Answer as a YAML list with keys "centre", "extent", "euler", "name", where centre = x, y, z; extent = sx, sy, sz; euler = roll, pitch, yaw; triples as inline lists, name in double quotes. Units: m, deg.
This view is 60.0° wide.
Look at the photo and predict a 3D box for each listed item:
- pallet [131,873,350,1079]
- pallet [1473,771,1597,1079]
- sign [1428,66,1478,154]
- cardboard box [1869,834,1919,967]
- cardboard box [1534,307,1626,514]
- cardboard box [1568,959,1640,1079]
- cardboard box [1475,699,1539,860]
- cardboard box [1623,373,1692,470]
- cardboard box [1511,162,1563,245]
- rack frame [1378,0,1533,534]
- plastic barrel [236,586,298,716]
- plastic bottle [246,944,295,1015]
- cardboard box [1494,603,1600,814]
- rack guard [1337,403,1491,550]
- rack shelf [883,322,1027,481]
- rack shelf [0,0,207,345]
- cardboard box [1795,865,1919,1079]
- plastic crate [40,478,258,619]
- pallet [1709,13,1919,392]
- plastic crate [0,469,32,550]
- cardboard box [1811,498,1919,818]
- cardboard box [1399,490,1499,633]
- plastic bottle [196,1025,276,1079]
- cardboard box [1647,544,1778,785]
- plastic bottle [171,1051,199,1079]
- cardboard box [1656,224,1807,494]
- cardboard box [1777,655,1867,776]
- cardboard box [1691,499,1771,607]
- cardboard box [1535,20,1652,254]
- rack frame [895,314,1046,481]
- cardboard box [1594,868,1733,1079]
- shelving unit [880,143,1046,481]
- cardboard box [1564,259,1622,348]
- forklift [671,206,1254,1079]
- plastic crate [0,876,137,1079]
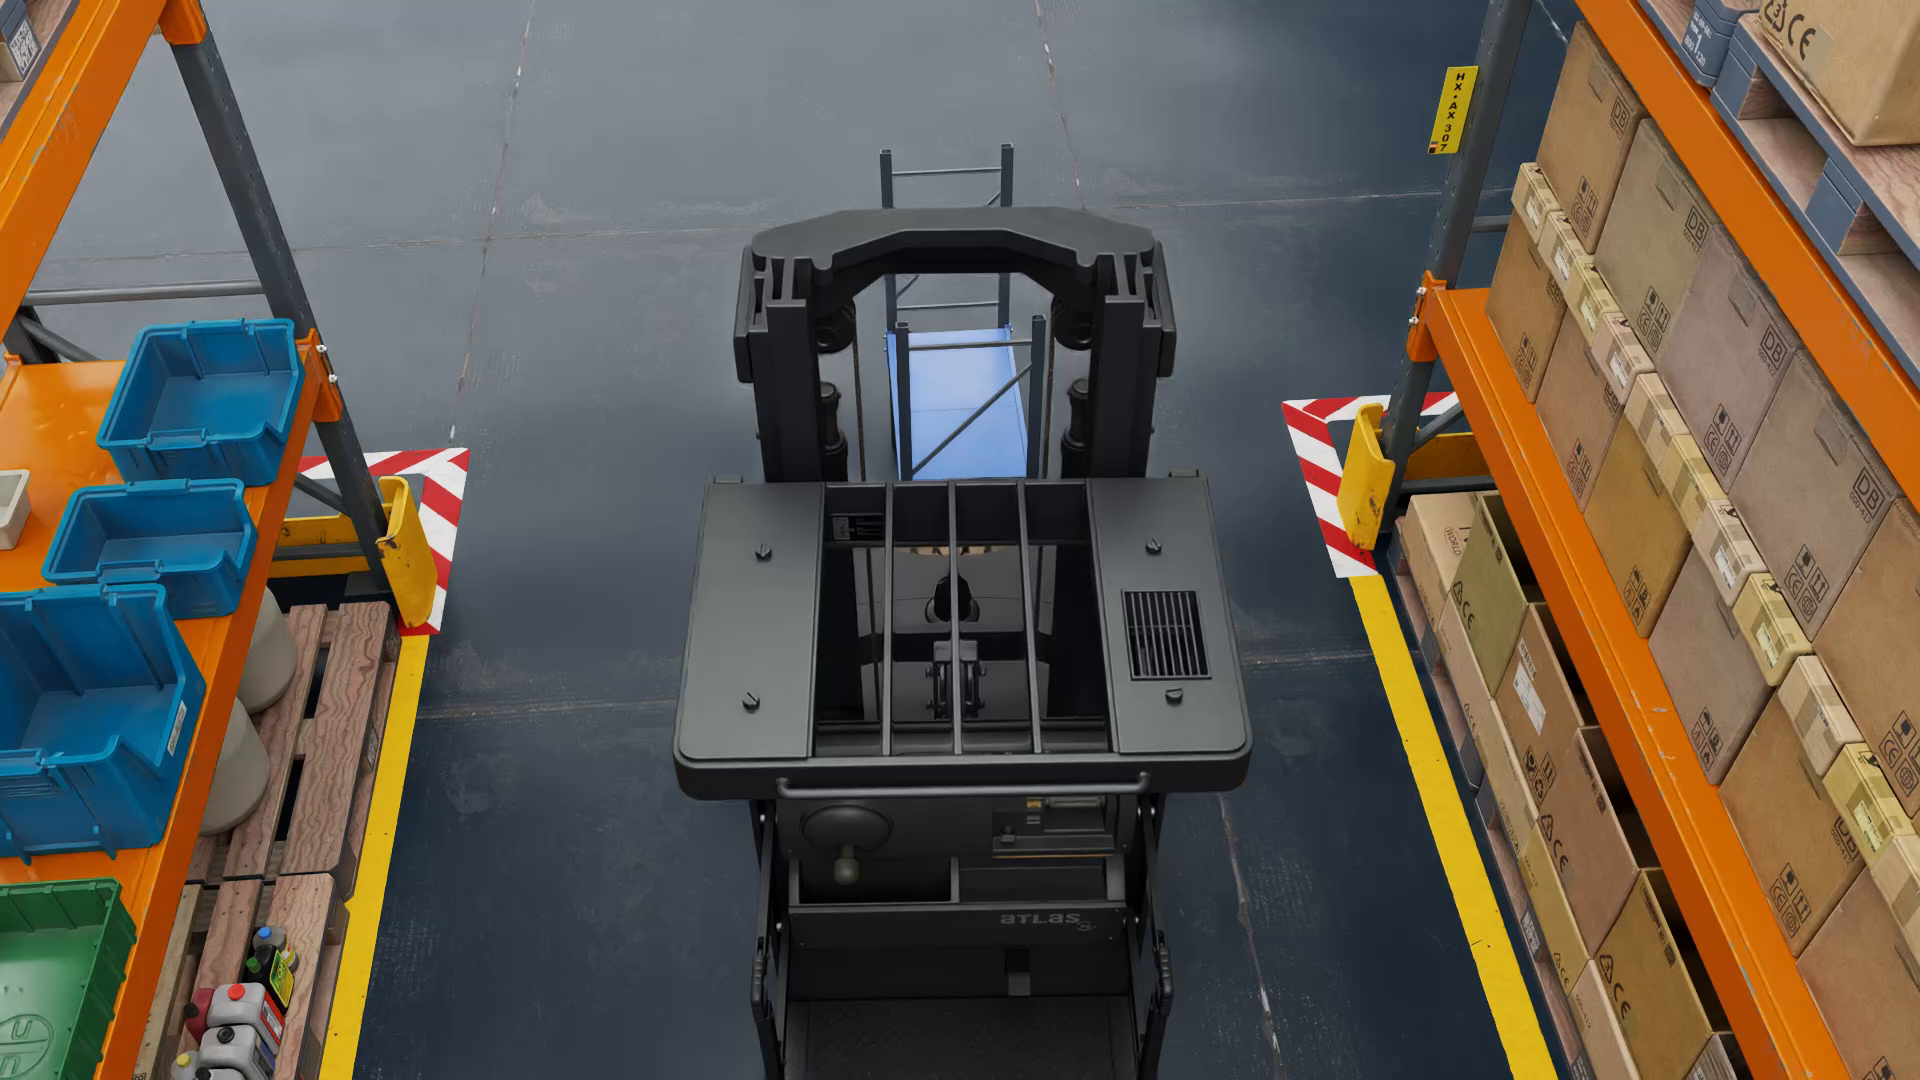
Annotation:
- centre: [-2.533, 1.650, 5.179]
  extent: [1.003, 0.211, 1.213]
  euler: [-3, 47, -3]
  name: "pallet"
- centre: [2.393, 1.262, 5.546]
  extent: [1.003, 0.211, 1.213]
  euler: [-3, 47, -3]
  name: "pallet"
- centre: [1.635, -1.424, 5.518]
  extent: [0.100, 0.325, 0.005]
  euler: [-3, 47, -3]
  name: "sign"
- centre: [2.221, 0.766, 3.579]
  extent: [0.380, 0.149, 0.250]
  euler: [-4, 47, -3]
  name: "cardboard box"
- centre: [2.263, -0.444, 5.173]
  extent: [0.700, 0.500, 0.500]
  euler: [-2, 47, -2]
  name: "cardboard box"
- centre: [2.178, 1.522, 4.984]
  extent: [0.500, 0.250, 0.500]
  euler: [-3, 47, -3]
  name: "cardboard box"
- centre: [2.098, 0.798, 5.670]
  extent: [0.500, 0.250, 0.500]
  euler: [-3, 47, -3]
  name: "cardboard box"
- centre: [2.094, -0.342, 4.629]
  extent: [0.380, 0.149, 0.250]
  euler: [-5, 47, -5]
  name: "cardboard box"
- centre: [2.006, -1.089, 5.336]
  extent: [0.380, 0.149, 0.250]
  euler: [-4, 47, -4]
  name: "cardboard box"
- centre: [2.188, -1.128, 5.889]
  extent: [1.000, 3.000, 0.127]
  euler: [-3, 47, -3]
  name: "rack frame"
- centre: [-2.617, 0.353, 5.911]
  extent: [0.421, 0.512, 0.421]
  euler: [0, 47, 0]
  name: "plastic barrel"
- centre: [-2.130, 1.338, 5.121]
  extent: [0.061, 0.283, 0.133]
  euler: [-2, 47, -2]
  name: "plastic bottle"
- centre: [2.110, 0.539, 5.398]
  extent: [0.500, 0.500, 0.500]
  euler: [-3, 47, -3]
  name: "cardboard box"
- centre: [2.186, -0.286, 6.813]
  extent: [1.175, 0.500, 0.348]
  euler: [-3, 47, -3]
  name: "rack guard"
- centre: [-0.007, -0.454, 6.531]
  extent: [0.538, 0.185, 1.000]
  euler: [-3, 47, -3]
  name: "rack shelf"
- centre: [-2.581, -0.167, 3.408]
  extent: [1.077, 0.370, 4.000]
  euler: [-3, 47, -3]
  name: "rack shelf"
- centre: [2.429, 1.030, 3.777]
  extent: [0.700, 0.500, 0.500]
  euler: [-4, 47, -4]
  name: "cardboard box"
- centre: [-2.359, 0.035, 4.889]
  extent: [0.499, 0.251, 0.408]
  euler: [-3, 47, -3]
  name: "plastic crate"
- centre: [2.327, -0.731, 3.508]
  extent: [1.003, 0.211, 1.213]
  euler: [-3, 47, -3]
  name: "pallet"
- centre: [-2.994, -0.072, 5.070]
  extent: [0.298, 0.136, 0.250]
  euler: [-3, 47, -3]
  name: "plastic crate"
- centre: [2.395, 0.237, 3.634]
  extent: [0.700, 0.500, 0.500]
  euler: [-4, 47, -3]
  name: "cardboard box"
- centre: [2.011, 0.074, 6.355]
  extent: [0.500, 0.250, 0.500]
  euler: [-3, 47, -3]
  name: "cardboard box"
- centre: [-2.152, 1.542, 4.933]
  extent: [0.152, 0.276, 0.135]
  euler: [-5, 47, -4]
  name: "plastic bottle"
- centre: [2.347, 0.296, 4.471]
  extent: [0.700, 0.500, 0.500]
  euler: [-2, 47, -2]
  name: "cardboard box"
- centre: [-2.275, 1.589, 4.940]
  extent: [0.097, 0.201, 0.097]
  euler: [0, 47, 0]
  name: "plastic bottle"
- centre: [2.311, -0.487, 4.319]
  extent: [0.700, 0.500, 0.500]
  euler: [-3, 47, -3]
  name: "cardboard box"
- centre: [2.182, 0.406, 3.920]
  extent: [0.380, 0.149, 0.250]
  euler: [-2, 47, -2]
  name: "cardboard box"
- centre: [2.134, 0.024, 4.283]
  extent: [0.380, 0.149, 0.250]
  euler: [-3, 47, -3]
  name: "cardboard box"
- centre: [2.219, -1.232, 5.025]
  extent: [0.700, 0.500, 0.500]
  euler: [-3, 47, -3]
  name: "cardboard box"
- centre: [0.035, -0.210, 6.052]
  extent: [0.500, 1.500, 0.032]
  euler: [-3, 47, -3]
  name: "rack frame"
- centre: [2.191, 1.263, 4.713]
  extent: [0.500, 0.500, 0.500]
  euler: [-3, 47, -3]
  name: "cardboard box"
- centre: [-0.007, -0.577, 6.400]
  extent: [0.538, 1.500, 1.048]
  euler: [-3, 47, -3]
  name: "shelving unit"
- centre: [2.051, -0.717, 4.984]
  extent: [0.380, 0.149, 0.250]
  euler: [-3, 47, -3]
  name: "cardboard box"
- centre: [-0.001, 0.782, 4.127]
  extent: [1.130, 2.935, 3.031]
  euler: [-1, 47, -1]
  name: "forklift"
- centre: [-2.246, 1.138, 3.889]
  extent: [0.450, 0.188, 0.662]
  euler: [-3, 47, -3]
  name: "plastic crate"
